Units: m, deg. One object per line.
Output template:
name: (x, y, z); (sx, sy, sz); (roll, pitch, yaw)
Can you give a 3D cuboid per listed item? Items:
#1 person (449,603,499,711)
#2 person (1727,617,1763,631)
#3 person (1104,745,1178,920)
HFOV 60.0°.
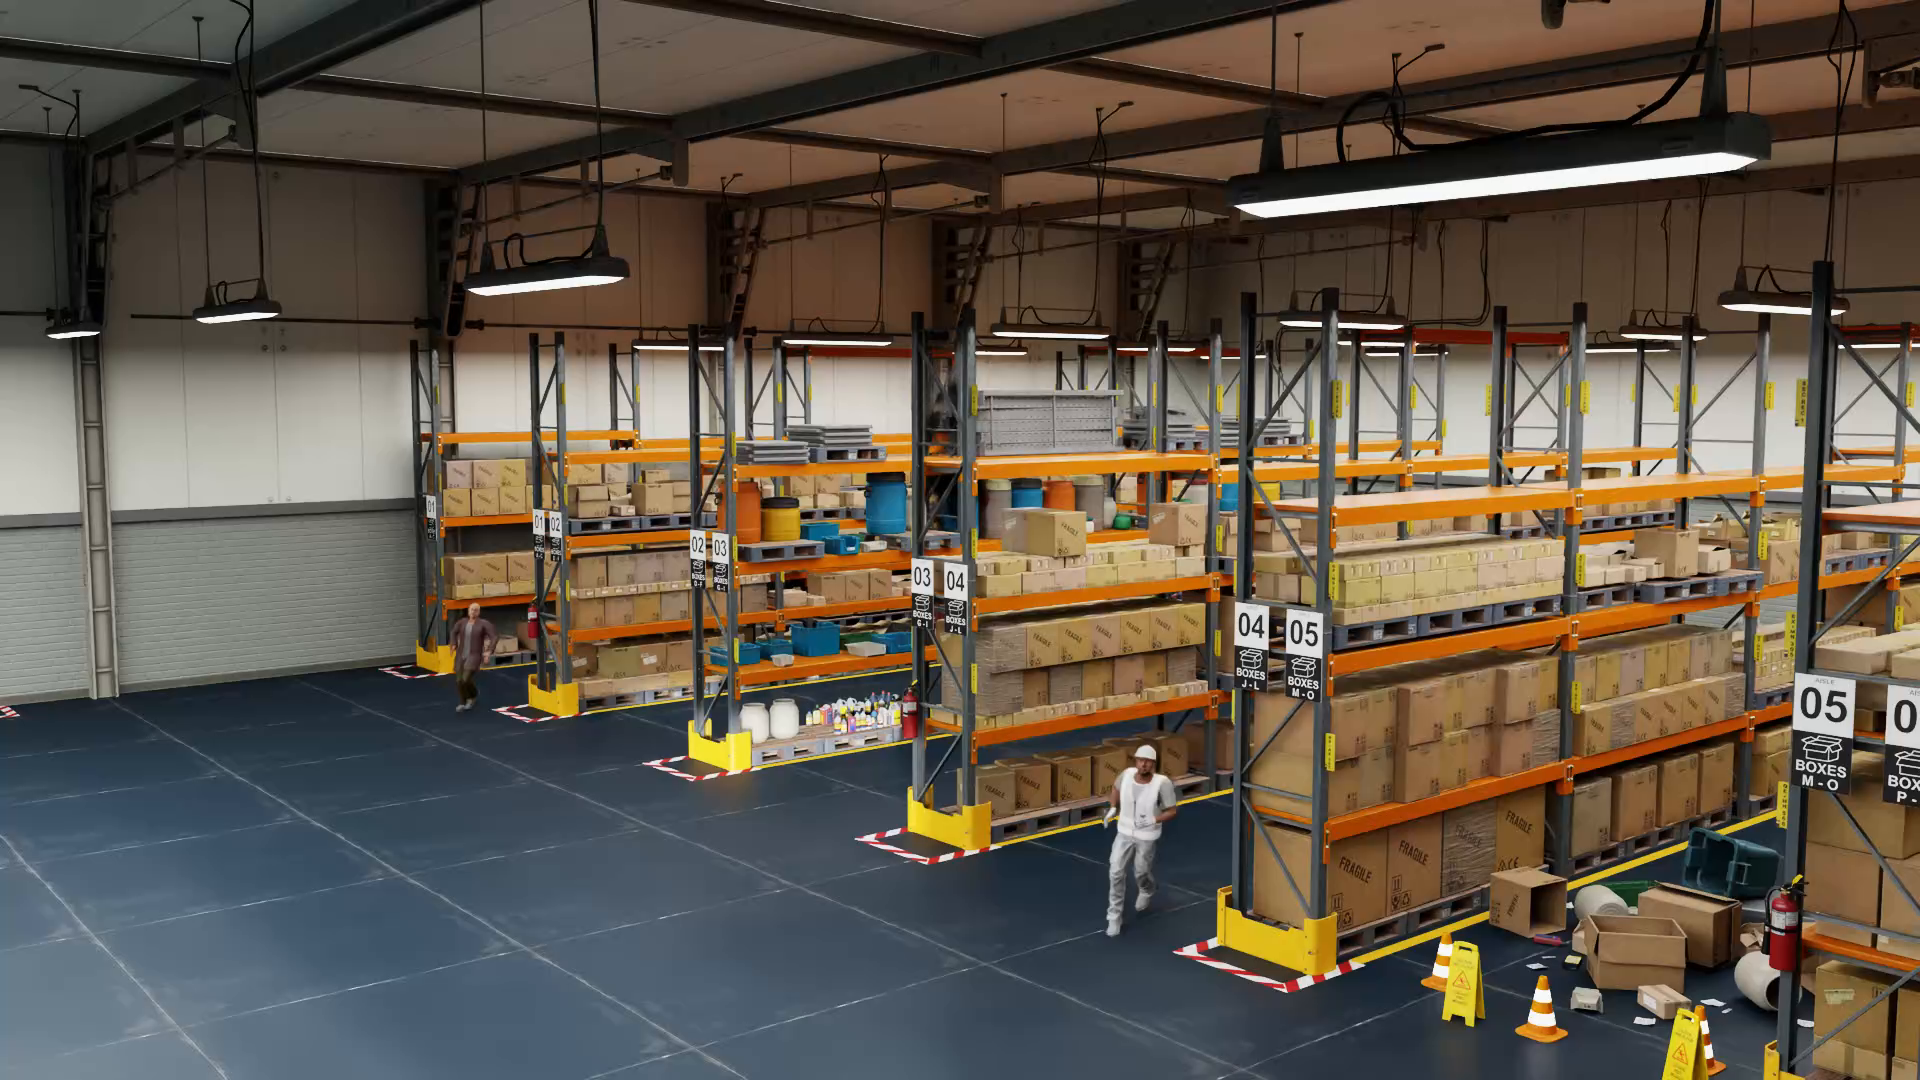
person: (-7.748, 1.966, 26.349); (0.785, 1.533, 0.557); (1, 5, 11)
person: (13.048, 1.942, 27.628); (0.668, 1.344, 0.495); (3, 6, 31)
person: (1.751, 2.768, 15.930); (0.724, 1.669, 0.731); (3, 6, 26)
